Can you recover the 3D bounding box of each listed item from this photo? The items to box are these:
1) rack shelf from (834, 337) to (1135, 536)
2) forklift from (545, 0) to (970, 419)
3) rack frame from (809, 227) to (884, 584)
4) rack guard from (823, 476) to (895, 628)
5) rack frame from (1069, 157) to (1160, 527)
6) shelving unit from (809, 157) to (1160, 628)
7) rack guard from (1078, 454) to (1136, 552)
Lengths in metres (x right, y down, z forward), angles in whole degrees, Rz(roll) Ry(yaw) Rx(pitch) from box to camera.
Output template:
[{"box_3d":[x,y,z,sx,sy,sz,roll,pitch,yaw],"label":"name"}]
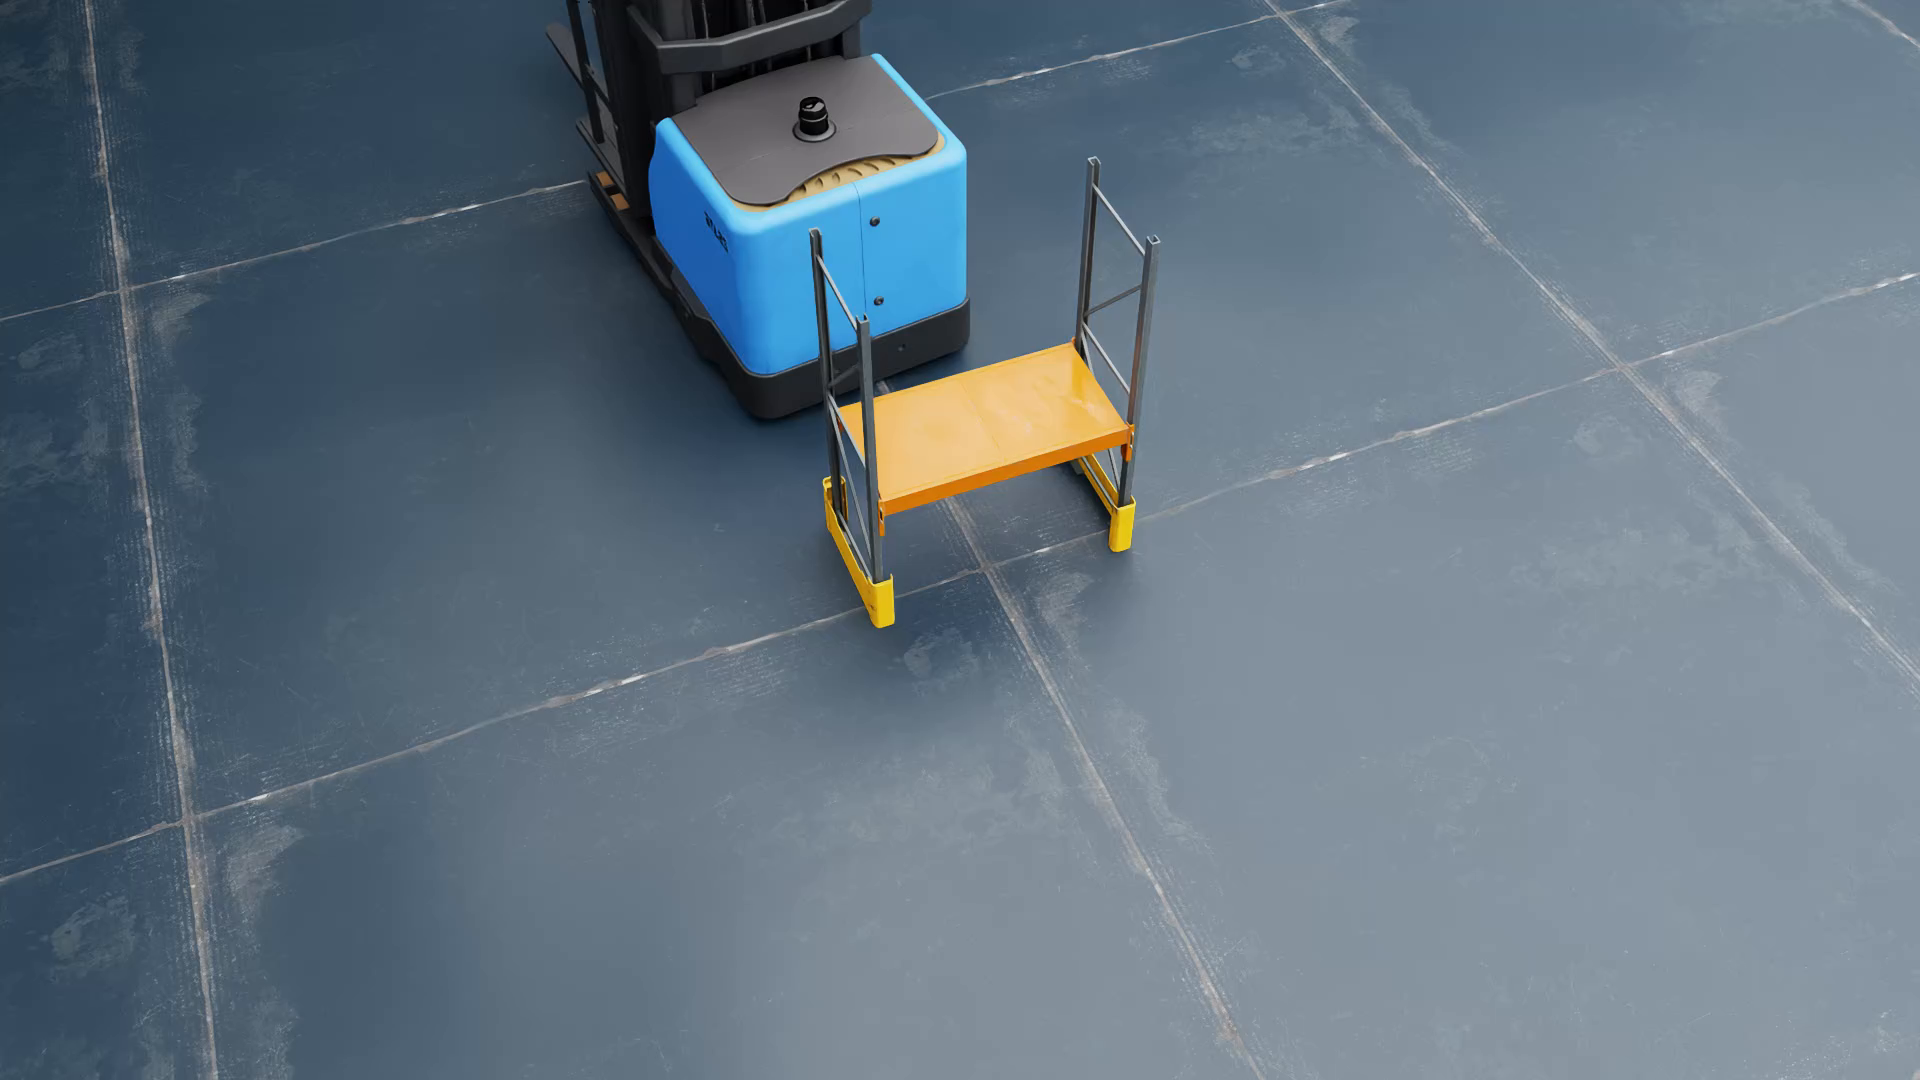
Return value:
[{"box_3d":[0.079,-0.396,6.179,1.000,0.185,0.538,-17,52,-14],"label":"rack shelf"},{"box_3d":[-1.111,-2.581,6.875,1.130,2.935,3.031,-23,53,-18],"label":"forklift"},{"box_3d":[-0.392,-0.367,5.918,0.032,1.500,0.500,-17,52,-14],"label":"rack frame"},{"box_3d":[-0.390,0.040,6.392,0.087,0.250,0.587,-17,52,-14],"label":"rack guard"},{"box_3d":[0.550,-0.659,6.168,0.032,1.500,0.500,-17,52,-14],"label":"rack frame"},{"box_3d":[0.071,-0.510,6.041,1.083,1.500,0.587,-17,52,-14],"label":"shelving unit"},{"box_3d":[0.532,-0.246,6.637,0.087,0.250,0.587,-17,52,-14],"label":"rack guard"}]
